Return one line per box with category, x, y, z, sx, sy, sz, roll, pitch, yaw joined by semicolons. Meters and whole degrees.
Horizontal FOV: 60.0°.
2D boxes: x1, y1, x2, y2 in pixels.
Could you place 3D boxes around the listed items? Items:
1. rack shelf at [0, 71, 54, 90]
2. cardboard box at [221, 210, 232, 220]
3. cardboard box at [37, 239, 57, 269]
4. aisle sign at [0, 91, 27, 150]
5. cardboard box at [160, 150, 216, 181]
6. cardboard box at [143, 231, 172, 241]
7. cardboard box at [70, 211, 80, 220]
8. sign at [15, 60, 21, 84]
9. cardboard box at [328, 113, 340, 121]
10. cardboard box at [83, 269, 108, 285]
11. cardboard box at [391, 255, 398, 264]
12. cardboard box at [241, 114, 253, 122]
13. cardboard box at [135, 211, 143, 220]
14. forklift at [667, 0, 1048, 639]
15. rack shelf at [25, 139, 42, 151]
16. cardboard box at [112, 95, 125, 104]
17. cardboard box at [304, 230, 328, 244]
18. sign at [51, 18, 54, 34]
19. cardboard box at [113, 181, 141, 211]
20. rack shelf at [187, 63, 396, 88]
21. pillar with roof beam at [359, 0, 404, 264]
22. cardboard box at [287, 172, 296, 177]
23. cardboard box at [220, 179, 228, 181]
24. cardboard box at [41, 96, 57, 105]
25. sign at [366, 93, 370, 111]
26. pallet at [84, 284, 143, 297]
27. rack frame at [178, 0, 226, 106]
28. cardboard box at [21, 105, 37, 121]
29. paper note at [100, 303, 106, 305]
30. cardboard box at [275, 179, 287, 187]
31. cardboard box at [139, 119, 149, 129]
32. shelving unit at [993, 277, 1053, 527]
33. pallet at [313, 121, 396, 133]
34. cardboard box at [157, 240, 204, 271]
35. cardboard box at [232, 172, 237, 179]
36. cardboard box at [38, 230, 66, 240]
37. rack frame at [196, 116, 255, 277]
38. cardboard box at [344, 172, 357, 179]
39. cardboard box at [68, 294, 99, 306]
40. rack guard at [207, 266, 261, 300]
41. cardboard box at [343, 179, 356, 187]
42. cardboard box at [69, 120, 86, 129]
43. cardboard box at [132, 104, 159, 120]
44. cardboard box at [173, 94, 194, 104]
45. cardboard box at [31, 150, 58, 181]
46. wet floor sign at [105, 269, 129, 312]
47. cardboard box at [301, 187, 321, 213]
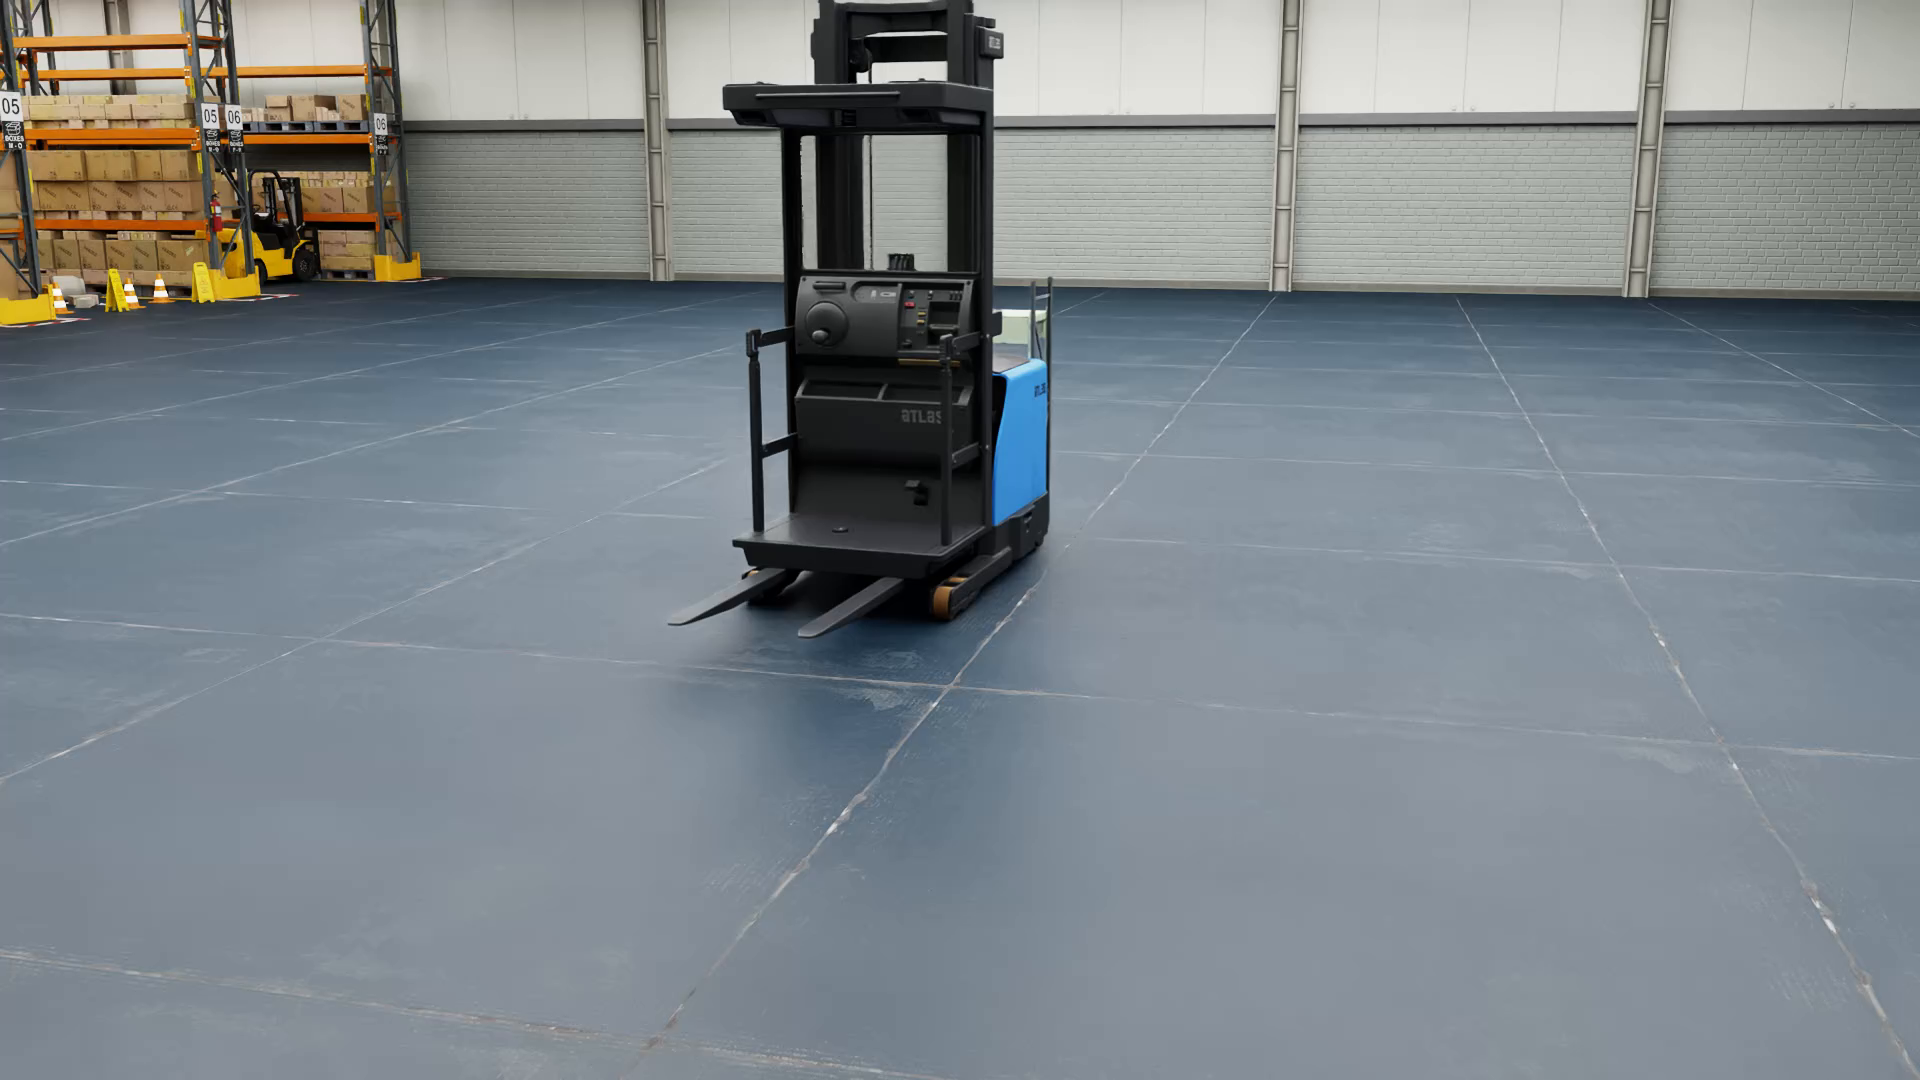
rack shelf;-20.941;-9.574;34.695;4.000;0.370;1.077;3;13;14
cardboard box;-12.698;-5.567;28.482;0.250;0.149;0.380;3;13;14
cardboard box;-15.793;-4.978;28.892;0.500;0.500;0.500;4;13;16
aisle sign;-13.365;-5.911;23.450;0.004;0.787;0.394;3;13;14
cardboard box;-12.966;-6.292;27.941;0.500;0.500;0.700;3;13;12
cardboard box;-13.630;-5.166;28.243;0.250;0.149;0.380;3;13;15
cardboard box;-15.051;-5.593;28.598;0.250;0.149;0.380;3;13;13
sign;-13.367;-6.629;23.560;0.005;0.325;0.100;3;13;14
cardboard box;-12.109;-8.248;32.437;0.250;0.149;0.380;3;13;12
cardboard box;-14.756;-4.559;28.738;0.500;0.250;0.500;3;13;13
cardboard box;-11.662;-5.602;33.438;0.500;0.250;0.500;3;13;14
cardboard box;-14.006;-8.349;32.894;0.250;0.149;0.380;3;13;15
cardboard box;-13.820;-5.538;28.350;0.250;0.149;0.380;3;13;14
forklift;-0.449;-1.144;8.125;1.130;2.935;3.031;4;13;18
rack shelf;-18.243;-7.053;29.336;4.000;0.370;1.077;3;13;14
cardboard box;-14.027;-7.404;27.992;0.250;0.149;0.380;3;13;12
cardboard box;-12.743;-6.031;33.064;0.500;0.250;0.500;3;13;14
sign;-18.869;-10.667;34.515;0.005;0.325;0.100;3;13;14
cardboard box;-13.980;-5.847;28.244;0.500;0.500;0.500;3;13;13
rack shelf;-13.174;-9.159;32.824;4.000;0.370;1.077;3;13;14
pillar with roof beam;-12.723;-8.922;29.172;0.400;9.000;9.100;3;13;14
cardboard box;-13.121;-7.236;33.009;0.250;0.149;0.380;3;13;14
cardboard box;-14.617;-7.161;33.356;0.250;0.149;0.380;3;13;15
cardboard box;-15.311;-7.440;28.158;0.250;0.149;0.380;3;13;13
sign;-11.375;-8.418;31.962;0.005;0.325;0.100;3;13;14
pallet;-14.452;-4.385;29.010;1.213;0.211;1.003;3;13;14
rack frame;-15.115;-9.809;33.171;0.127;3.000;1.000;3;13;14
cardboard box;-15.939;-7.292;28.412;0.500;0.250;0.500;3;13;12
paper note;-13.812;-3.810;26.835;0.142;0.019;0.148;-1;13;-6
cardboard box;-13.372;-7.090;33.035;0.250;0.149;0.380;3;13;12
cardboard box;-13.560;-6.984;27.944;0.250;0.149;0.380;3;13;14
shelving unit;0.126;-0.805;9.898;0.755;1.500;0.431;4;13;18
pallet;-11.912;-8.136;32.760;1.213;0.211;1.003;3;13;14
cardboard box;-13.258;-4.844;28.291;0.500;0.500;0.500;3;13;14
cardboard box;-14.352;-7.306;33.325;0.250;0.149;0.380;3;13;12
cardboard box;-15.686;-5.275;28.736;0.250;0.149;0.380;3;13;14
rack frame;-12.417;-5.629;28.179;0.127;3.000;1.000;3;13;14
cardboard box;-11.877;-7.164;32.684;0.250;0.149;0.380;3;13;14
cardboard box;-14.173;-3.880;26.880;0.250;0.149;0.380;12;17;43
rack guard;-12.491;-4.413;28.468;0.348;0.500;1.175;3;13;14
cardboard box;-11.891;-7.004;32.651;0.250;0.149;0.380;3;13;14
cardboard box;-14.826;-7.025;28.127;0.250;0.149;0.380;3;13;12
cardboard box;-13.464;-7.164;27.834;0.500;0.250;0.500;3;13;13
cardboard box;-12.817;-7.315;27.595;0.250;0.149;0.380;3;13;14
cardboard box;-15.435;-6.419;28.515;0.500;0.500;0.700;3;13;14
wet floor sign;-13.003;-3.848;25.589;0.232;0.644;0.267;1;13;4
cardboard box;-12.772;-6.747;32.990;0.500;0.500;0.500;3;13;12
